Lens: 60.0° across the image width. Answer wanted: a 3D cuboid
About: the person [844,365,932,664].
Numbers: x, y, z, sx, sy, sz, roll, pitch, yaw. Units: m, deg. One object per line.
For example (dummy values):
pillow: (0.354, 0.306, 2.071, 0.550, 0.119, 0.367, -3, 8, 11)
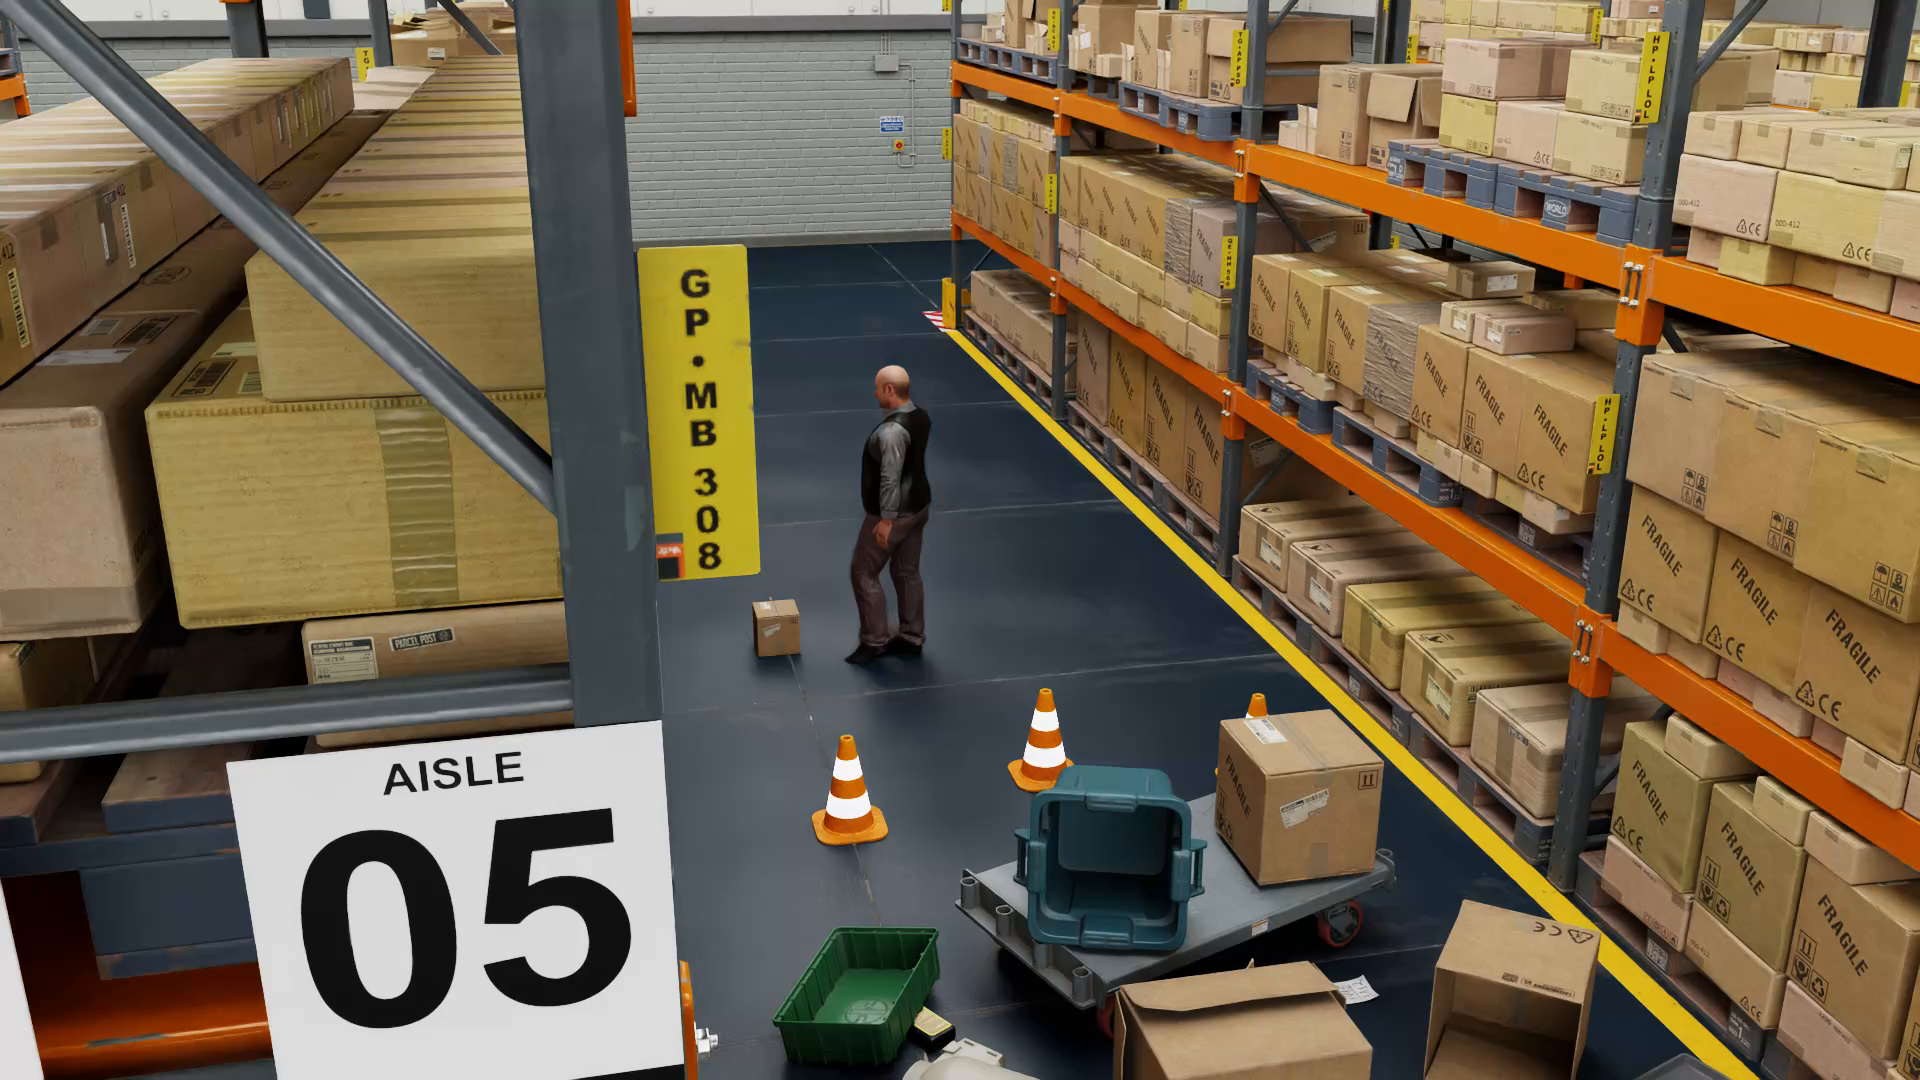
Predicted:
person: (-0.403, -0.131, 9.543, 0.447, 1.781, 0.562, 8, 21, 22)
